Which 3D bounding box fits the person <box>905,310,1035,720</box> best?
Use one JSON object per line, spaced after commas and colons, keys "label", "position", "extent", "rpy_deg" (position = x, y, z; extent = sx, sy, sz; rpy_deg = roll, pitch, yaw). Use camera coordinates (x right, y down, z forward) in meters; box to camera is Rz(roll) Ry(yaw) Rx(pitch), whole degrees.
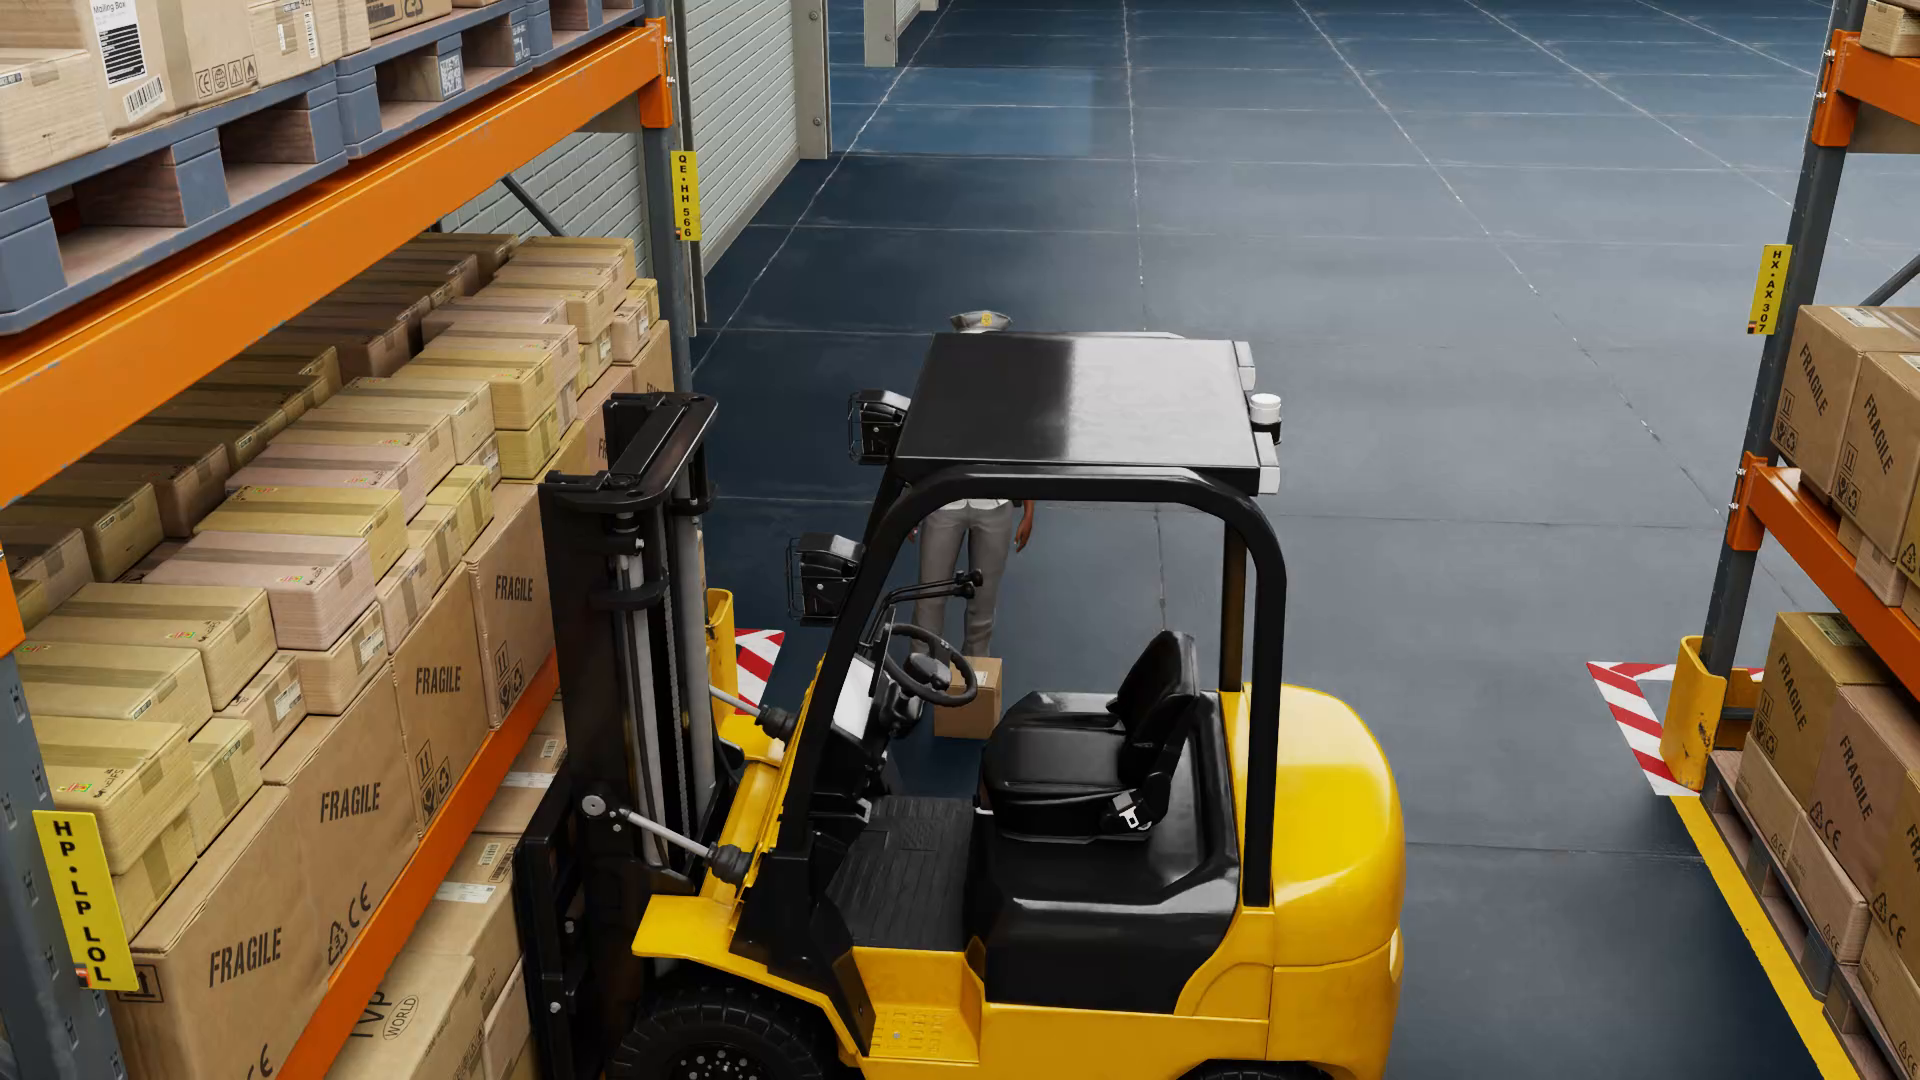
{"label": "person", "position": [0.018, -0.100, 6.760], "extent": [0.570, 1.698, 0.527], "rpy_deg": [2, 25, 4]}
